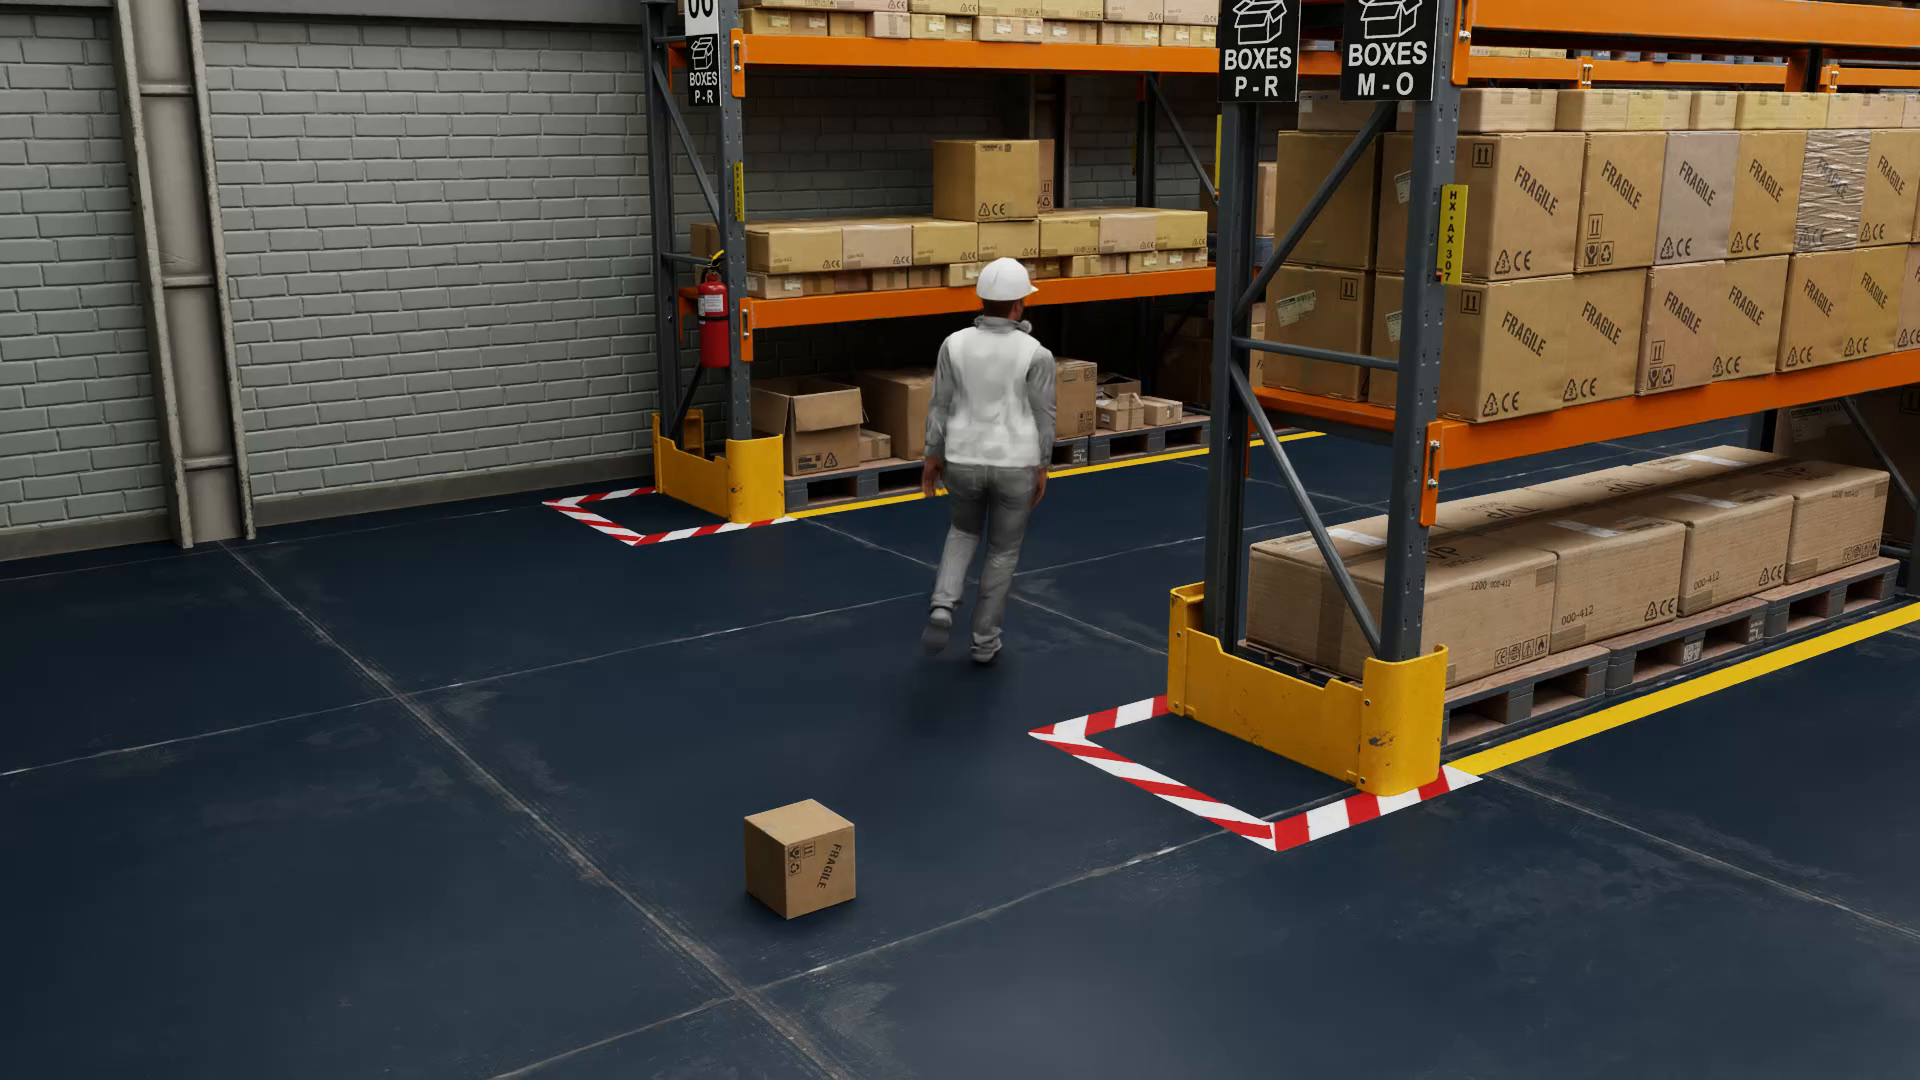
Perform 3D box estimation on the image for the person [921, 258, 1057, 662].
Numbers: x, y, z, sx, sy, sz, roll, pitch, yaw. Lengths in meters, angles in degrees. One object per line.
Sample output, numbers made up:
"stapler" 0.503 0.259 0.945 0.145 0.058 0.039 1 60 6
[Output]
"person" 0.142 -0.344 7.232 0.599 1.763 0.446 4 15 17
